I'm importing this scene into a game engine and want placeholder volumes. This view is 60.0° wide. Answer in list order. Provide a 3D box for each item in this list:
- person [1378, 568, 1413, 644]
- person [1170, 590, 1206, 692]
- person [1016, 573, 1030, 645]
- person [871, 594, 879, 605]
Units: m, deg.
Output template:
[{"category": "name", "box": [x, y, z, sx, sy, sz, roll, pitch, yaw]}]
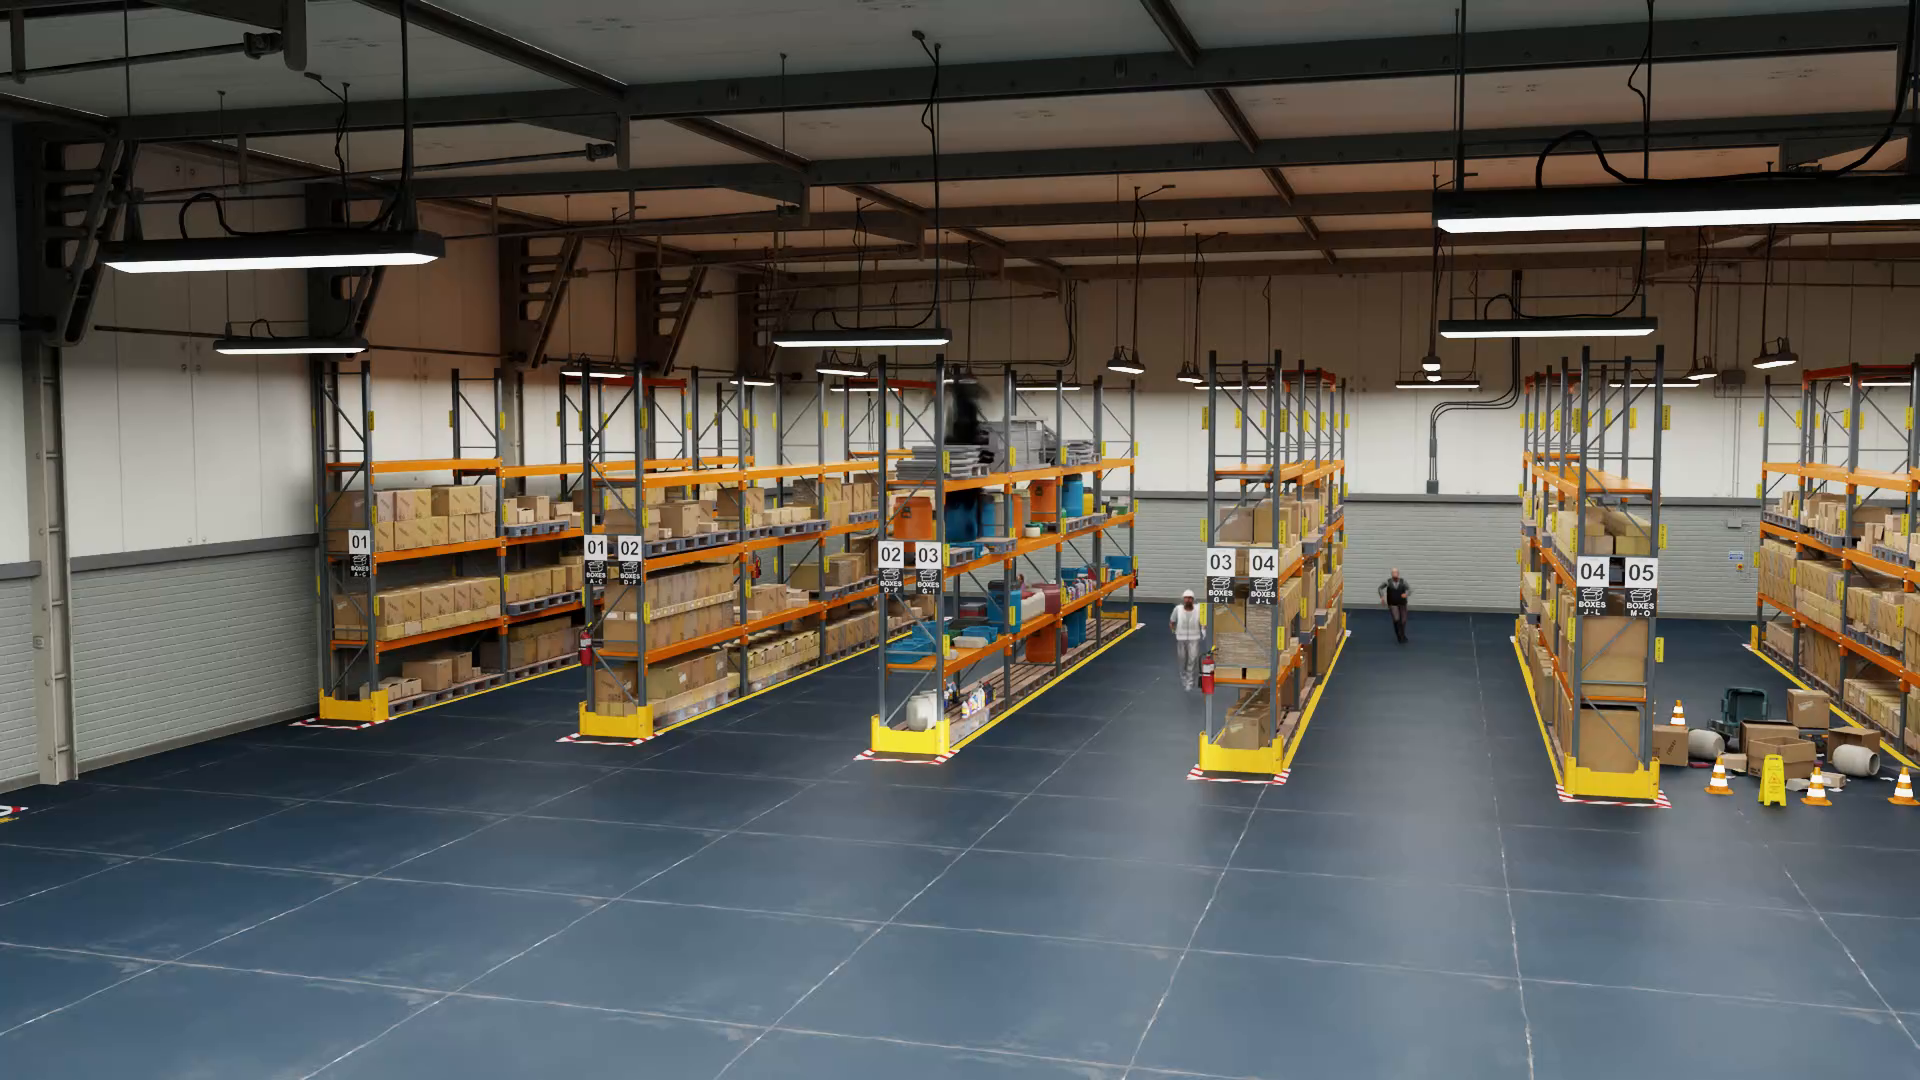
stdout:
[{"category": "person", "box": [9.848, 1.485, 37.575, 0.721, 1.699, 0.684, 0, 4, 4]}, {"category": "person", "box": [4.034, 1.760, 29.342, 0.668, 1.779, 0.857, 1, 4, 11]}, {"category": "person", "box": [1.416, 1.526, 37.727, 0.541, 1.587, 1.000, 1, 4, 13]}, {"category": "person", "box": [-2.078, 0.976, 43.860, 0.706, 1.789, 0.649, 2, 5, 31]}]
